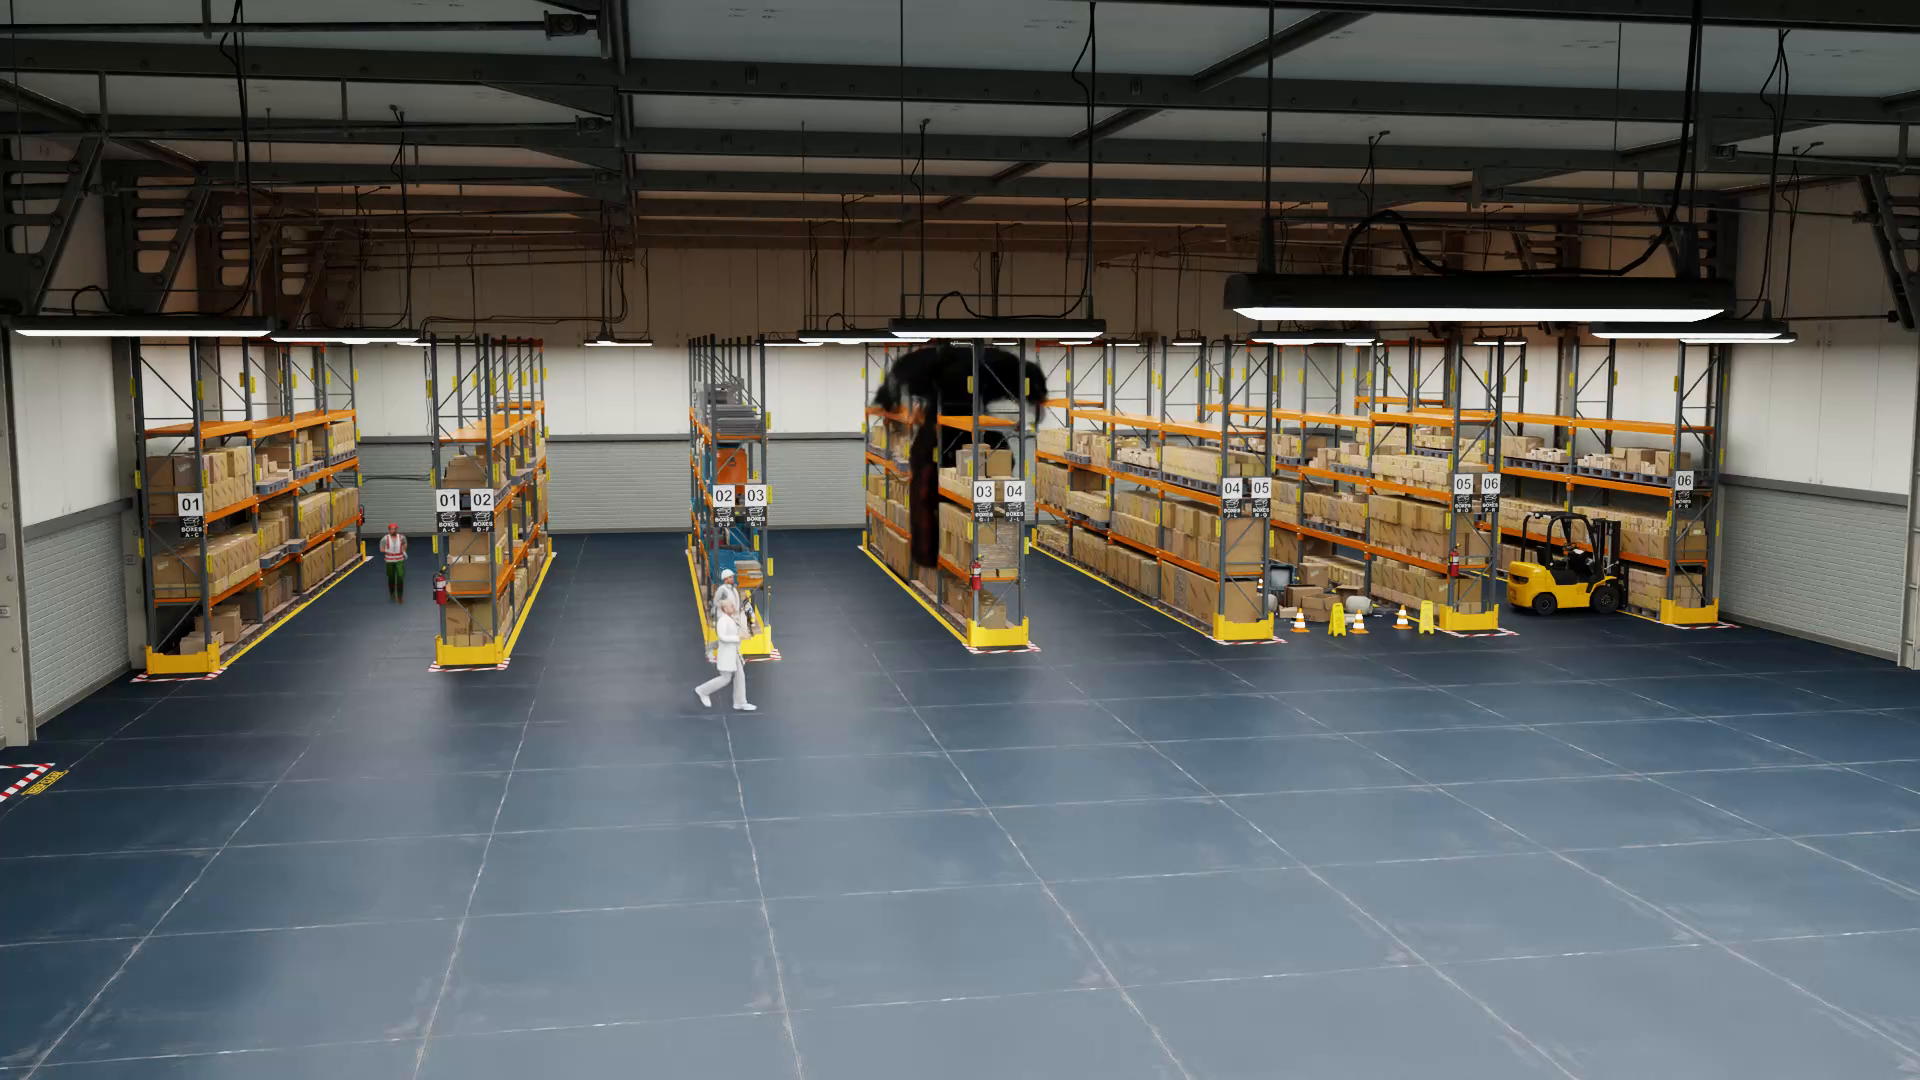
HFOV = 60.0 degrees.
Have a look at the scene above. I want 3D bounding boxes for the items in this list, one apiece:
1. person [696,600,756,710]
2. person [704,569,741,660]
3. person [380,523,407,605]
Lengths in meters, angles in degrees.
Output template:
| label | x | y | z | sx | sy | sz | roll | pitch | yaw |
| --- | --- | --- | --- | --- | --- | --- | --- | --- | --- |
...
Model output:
| label | x | y | z | sx | sy | sz | roll | pitch | yaw |
| --- | --- | --- | --- | --- | --- | --- | --- | --- | --- |
| person | -3.709 | 1.816 | 26.331 | 0.966 | 1.761 | 0.715 | 1 | 7 | 9 |
| person | -4.235 | 1.399 | 30.045 | 0.684 | 1.743 | 0.682 | 3 | 7 | 26 |
| person | -12.836 | 0.508 | 37.716 | 0.598 | 1.824 | 0.880 | -2 | 7 | -20 |
